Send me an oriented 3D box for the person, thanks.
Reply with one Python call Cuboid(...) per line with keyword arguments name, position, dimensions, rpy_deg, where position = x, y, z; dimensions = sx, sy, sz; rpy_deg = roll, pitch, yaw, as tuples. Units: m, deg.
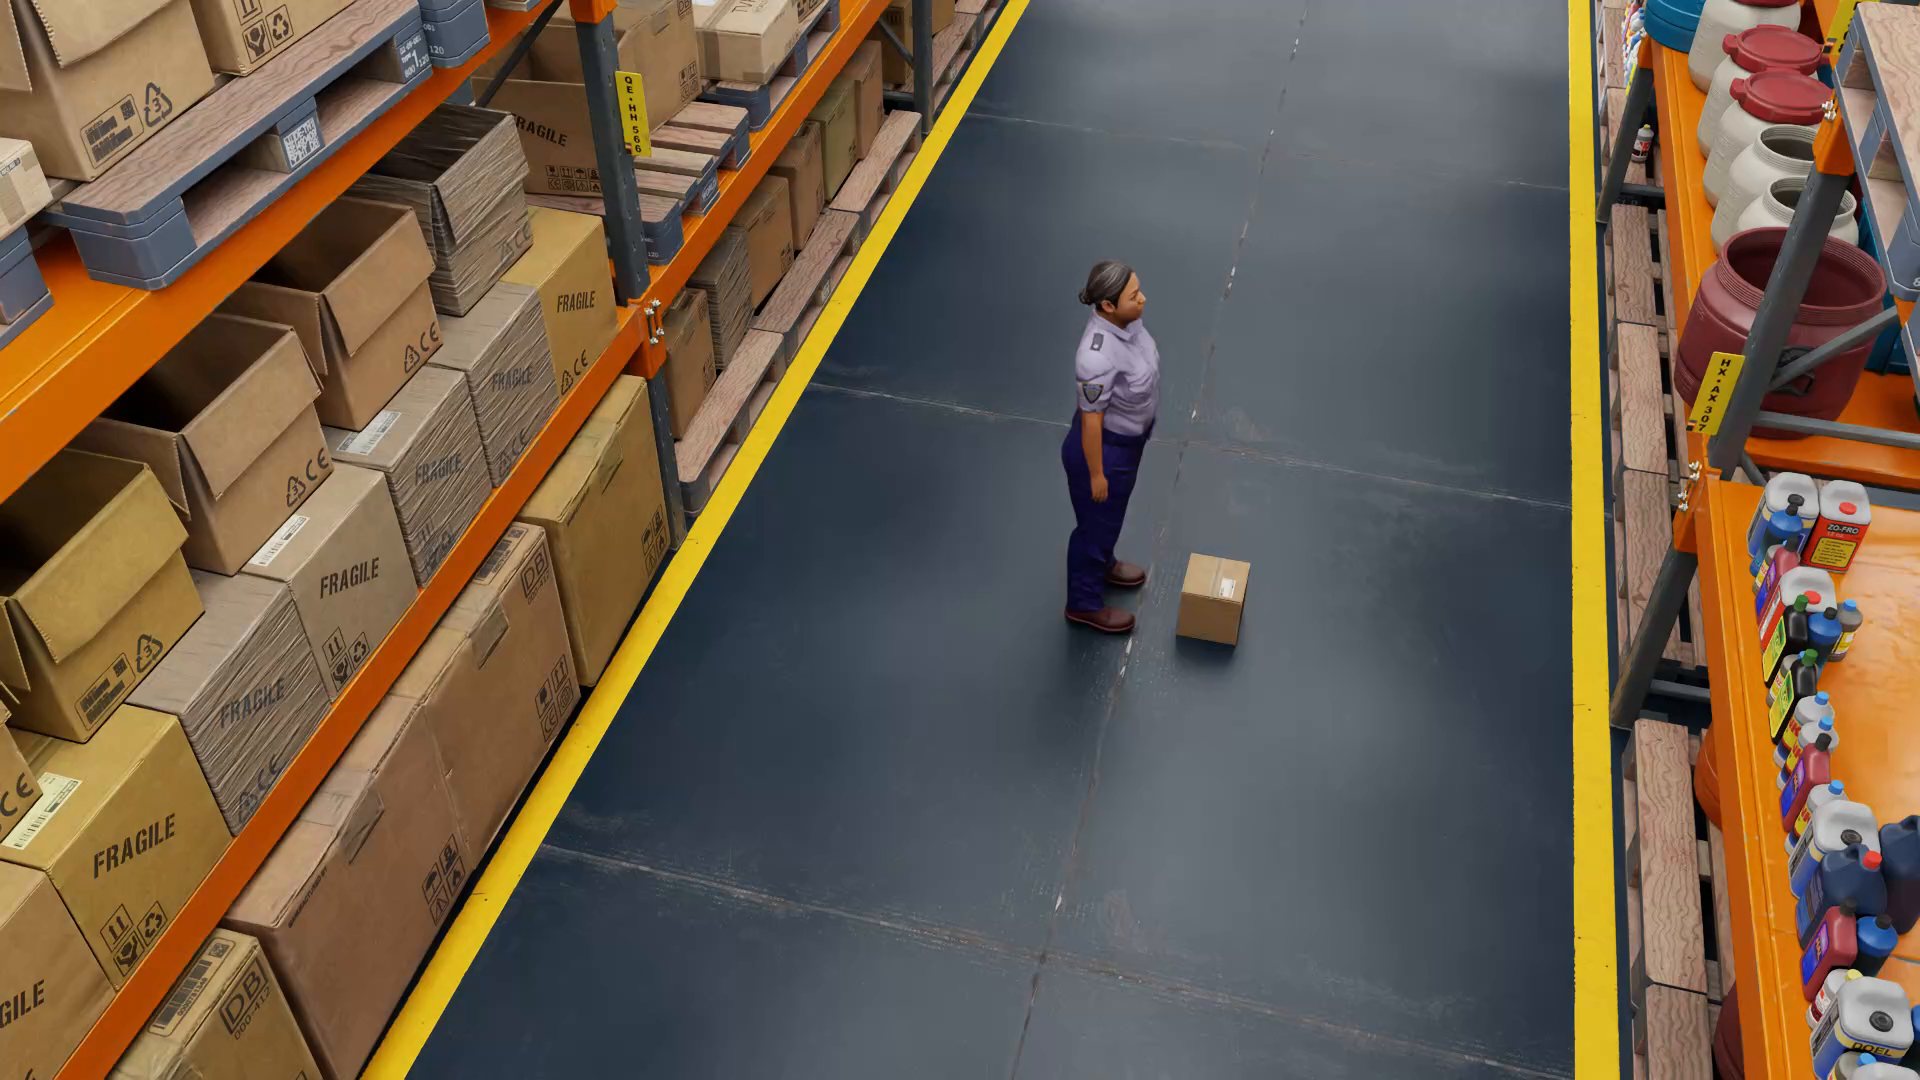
Cuboid(name="person", position=(0.601, -0.303, 6.637), dimensions=(0.359, 1.450, 0.470), rpy_deg=(11, 42, 12))
